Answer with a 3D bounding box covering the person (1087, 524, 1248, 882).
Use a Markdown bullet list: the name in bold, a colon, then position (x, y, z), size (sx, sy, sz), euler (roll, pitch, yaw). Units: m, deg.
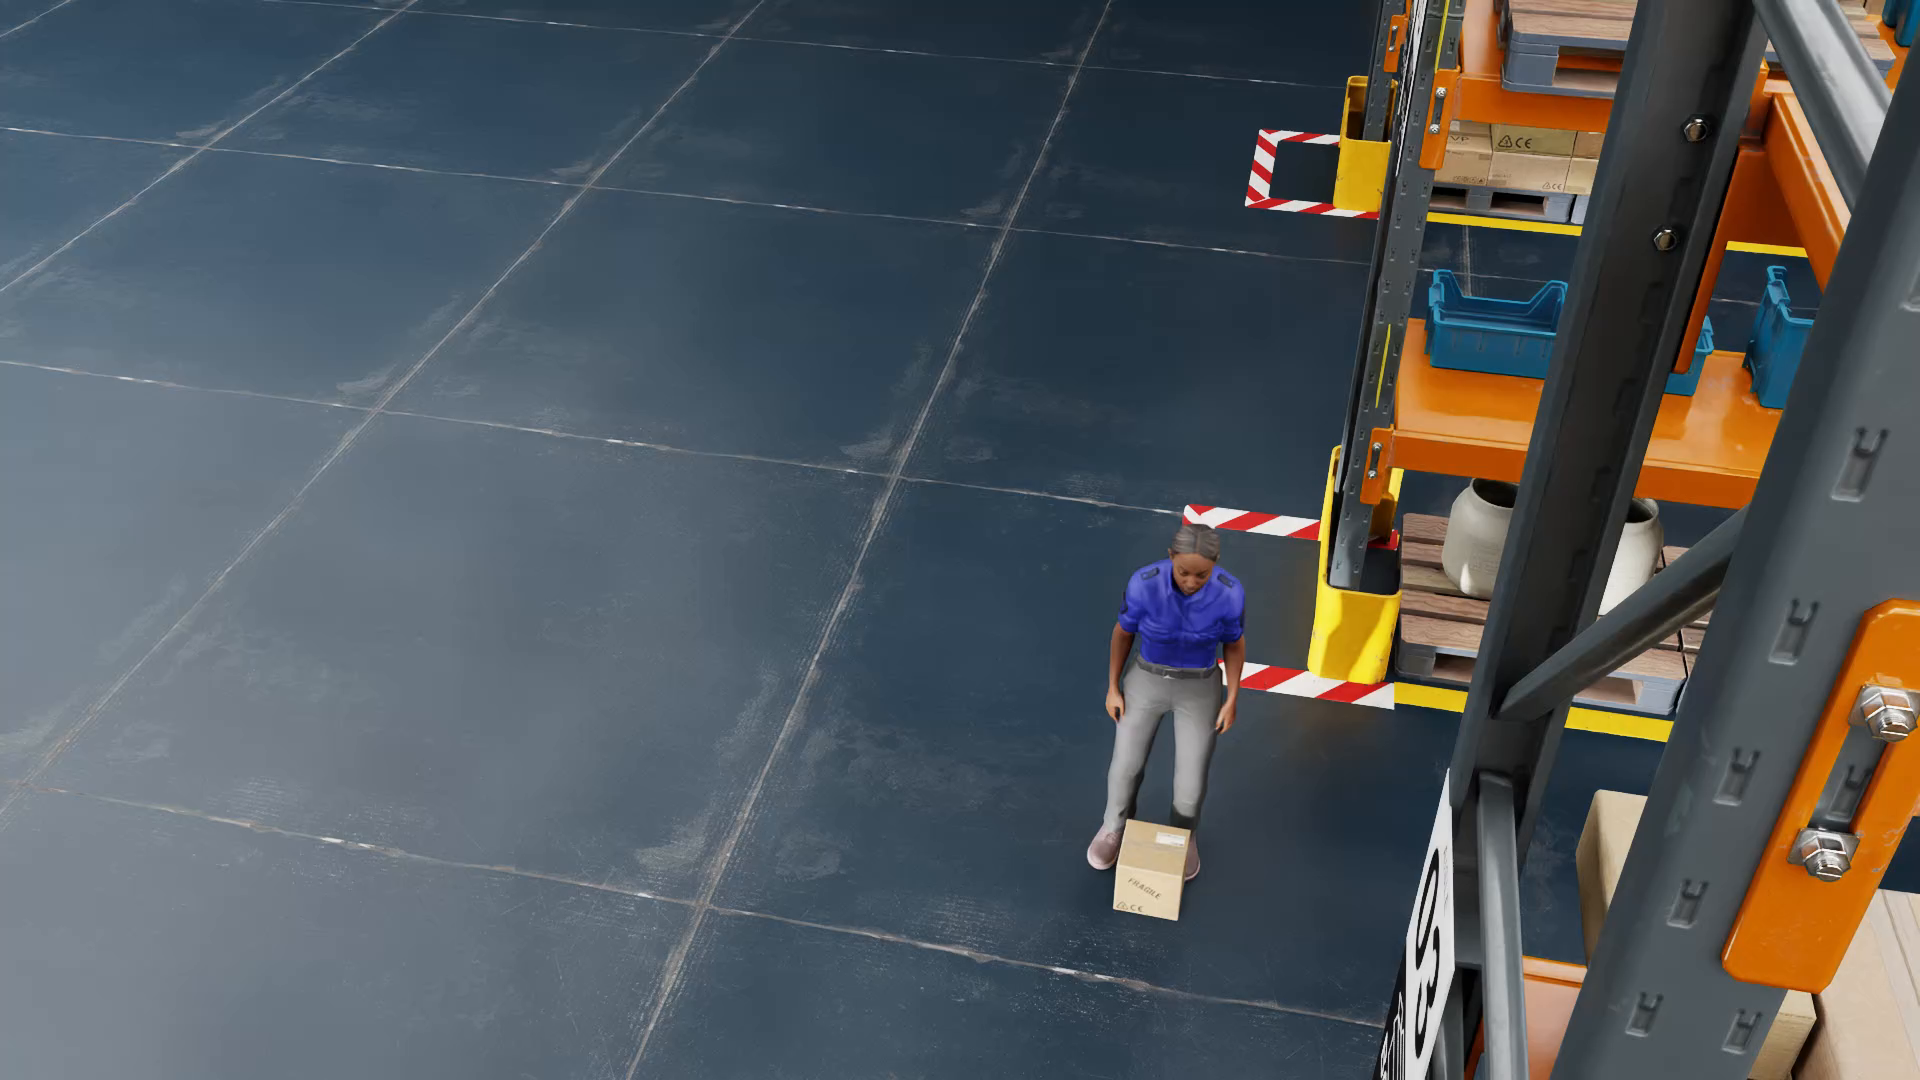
- **person**: position (0.785, 0.576, 6.199), size (0.530, 1.653, 0.352), euler (5, 37, 7)
